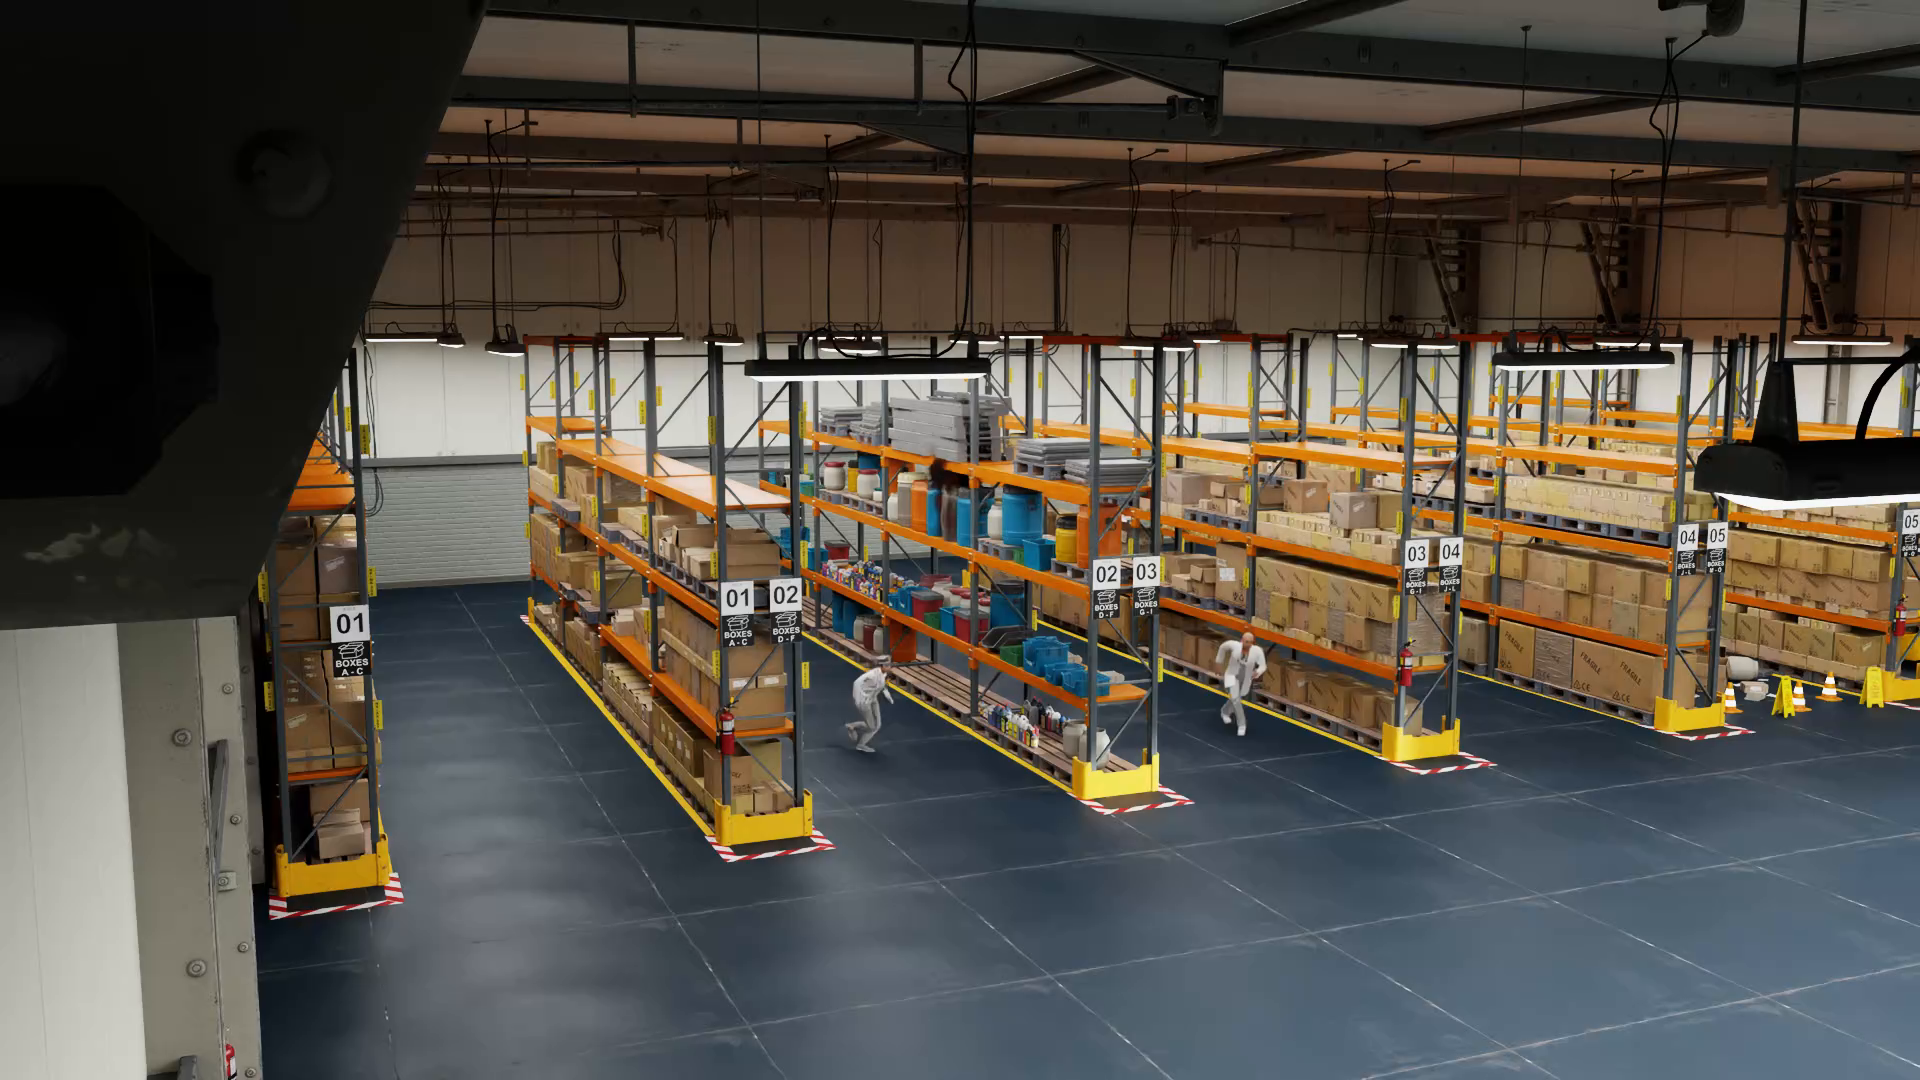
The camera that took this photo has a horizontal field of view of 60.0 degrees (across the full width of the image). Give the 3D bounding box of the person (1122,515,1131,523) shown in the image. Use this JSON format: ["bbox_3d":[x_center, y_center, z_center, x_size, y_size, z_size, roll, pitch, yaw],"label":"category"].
[{"bbox_3d":[4.204,-0.025,41.387,0.647,1.777,0.912,4,9,28],"label":"person"}]

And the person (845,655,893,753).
[{"bbox_3d":[-1.350,2.390,24.277,0.818,1.488,0.640,5,9,34],"label":"person"}]

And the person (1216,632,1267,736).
[{"bbox_3d":[4.291,2.126,25.493,0.685,1.584,1.210,-1,8,-5],"label":"person"}]
